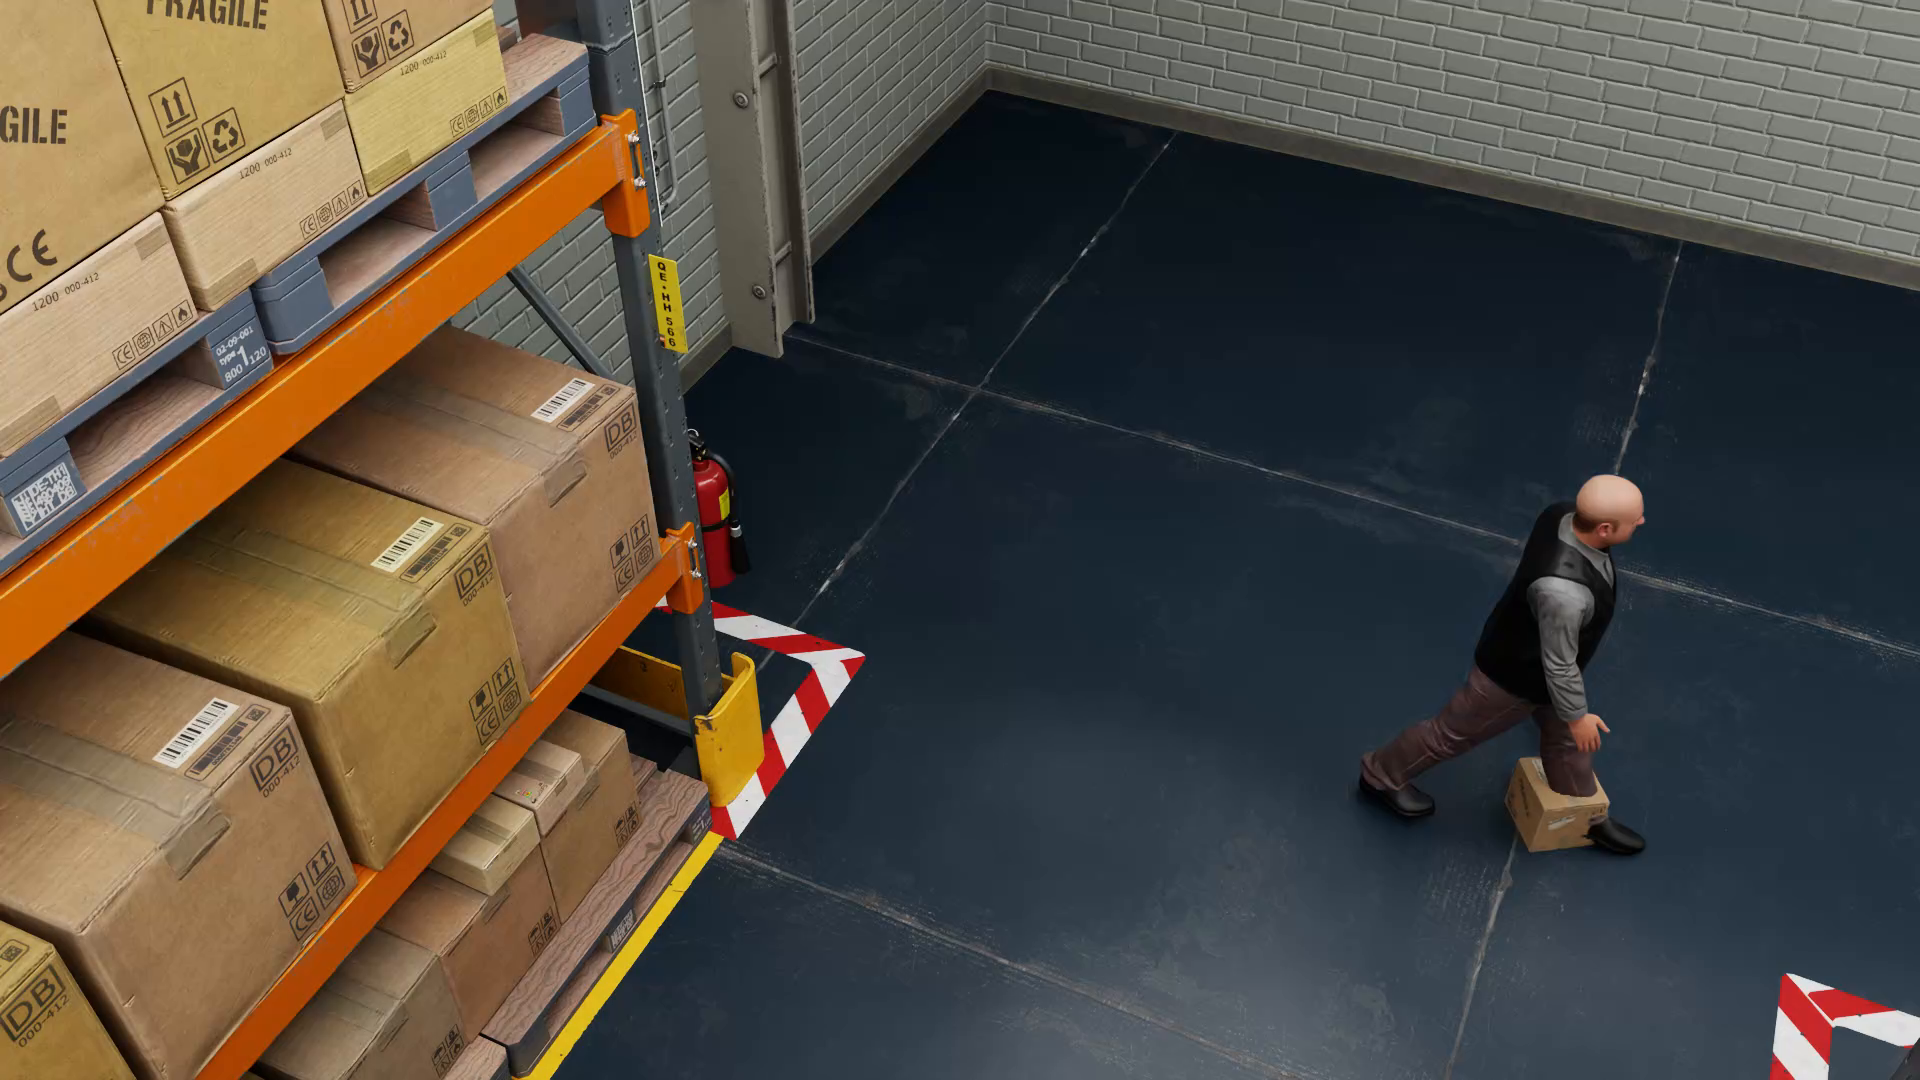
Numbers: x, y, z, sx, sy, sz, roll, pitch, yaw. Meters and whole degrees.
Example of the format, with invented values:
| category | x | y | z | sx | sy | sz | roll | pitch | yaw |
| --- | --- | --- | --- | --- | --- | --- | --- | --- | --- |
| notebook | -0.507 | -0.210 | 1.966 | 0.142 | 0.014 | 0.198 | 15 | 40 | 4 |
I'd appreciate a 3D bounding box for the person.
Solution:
| category | x | y | z | sx | sy | sz | roll | pitch | yaw |
| --- | --- | --- | --- | --- | --- | --- | --- | --- | --- |
| person | 2.006 | 0.436 | 5.682 | 1.045 | 1.667 | 0.556 | 19 | 45 | 20 |
